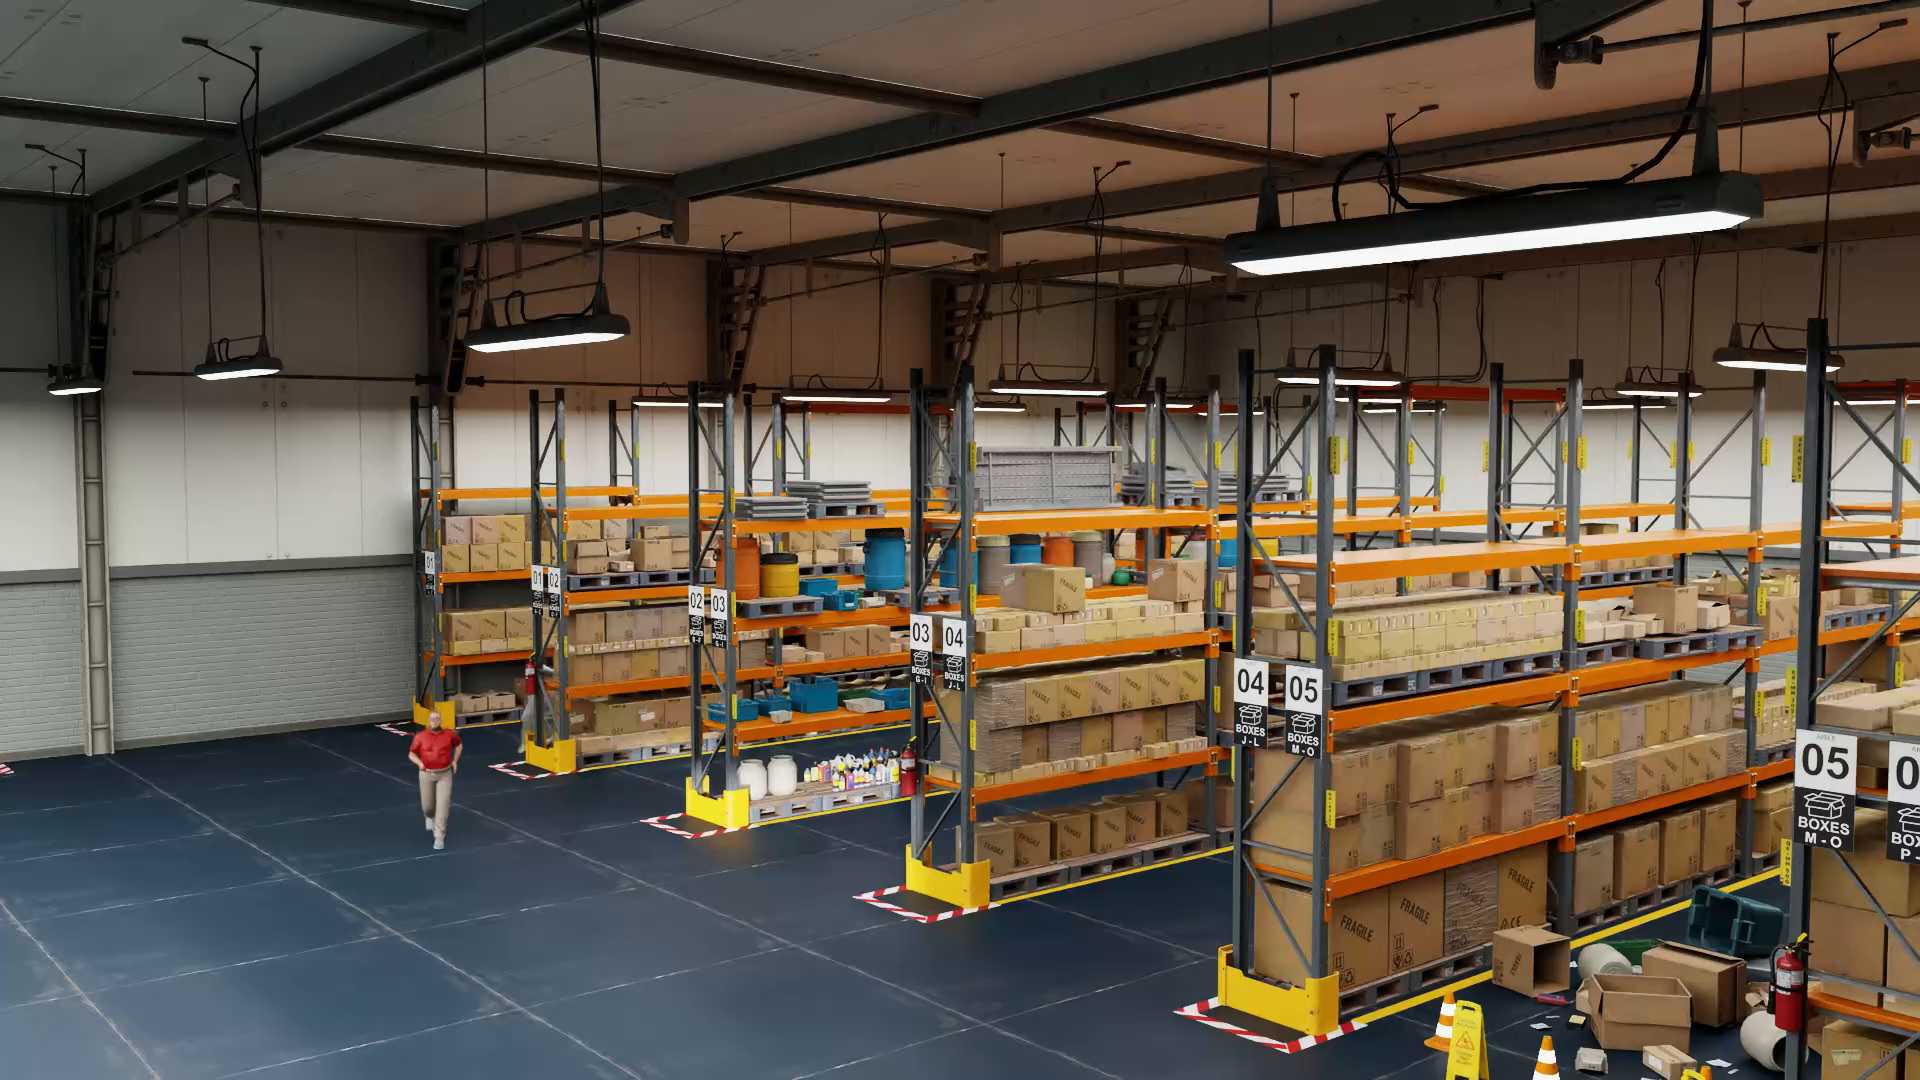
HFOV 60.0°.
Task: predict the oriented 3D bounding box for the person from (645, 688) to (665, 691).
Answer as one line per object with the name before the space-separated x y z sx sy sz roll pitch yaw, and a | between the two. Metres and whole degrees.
person | -5.497 2.549 29.869 0.624 1.780 0.752 3 4 38

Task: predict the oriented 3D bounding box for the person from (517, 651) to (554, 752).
person | -7.124 2.696 27.995 0.825 1.698 0.570 -3 5 -44

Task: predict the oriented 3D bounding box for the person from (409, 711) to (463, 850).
person | -6.725 3.045 21.358 0.663 1.713 0.923 -1 4 -17
